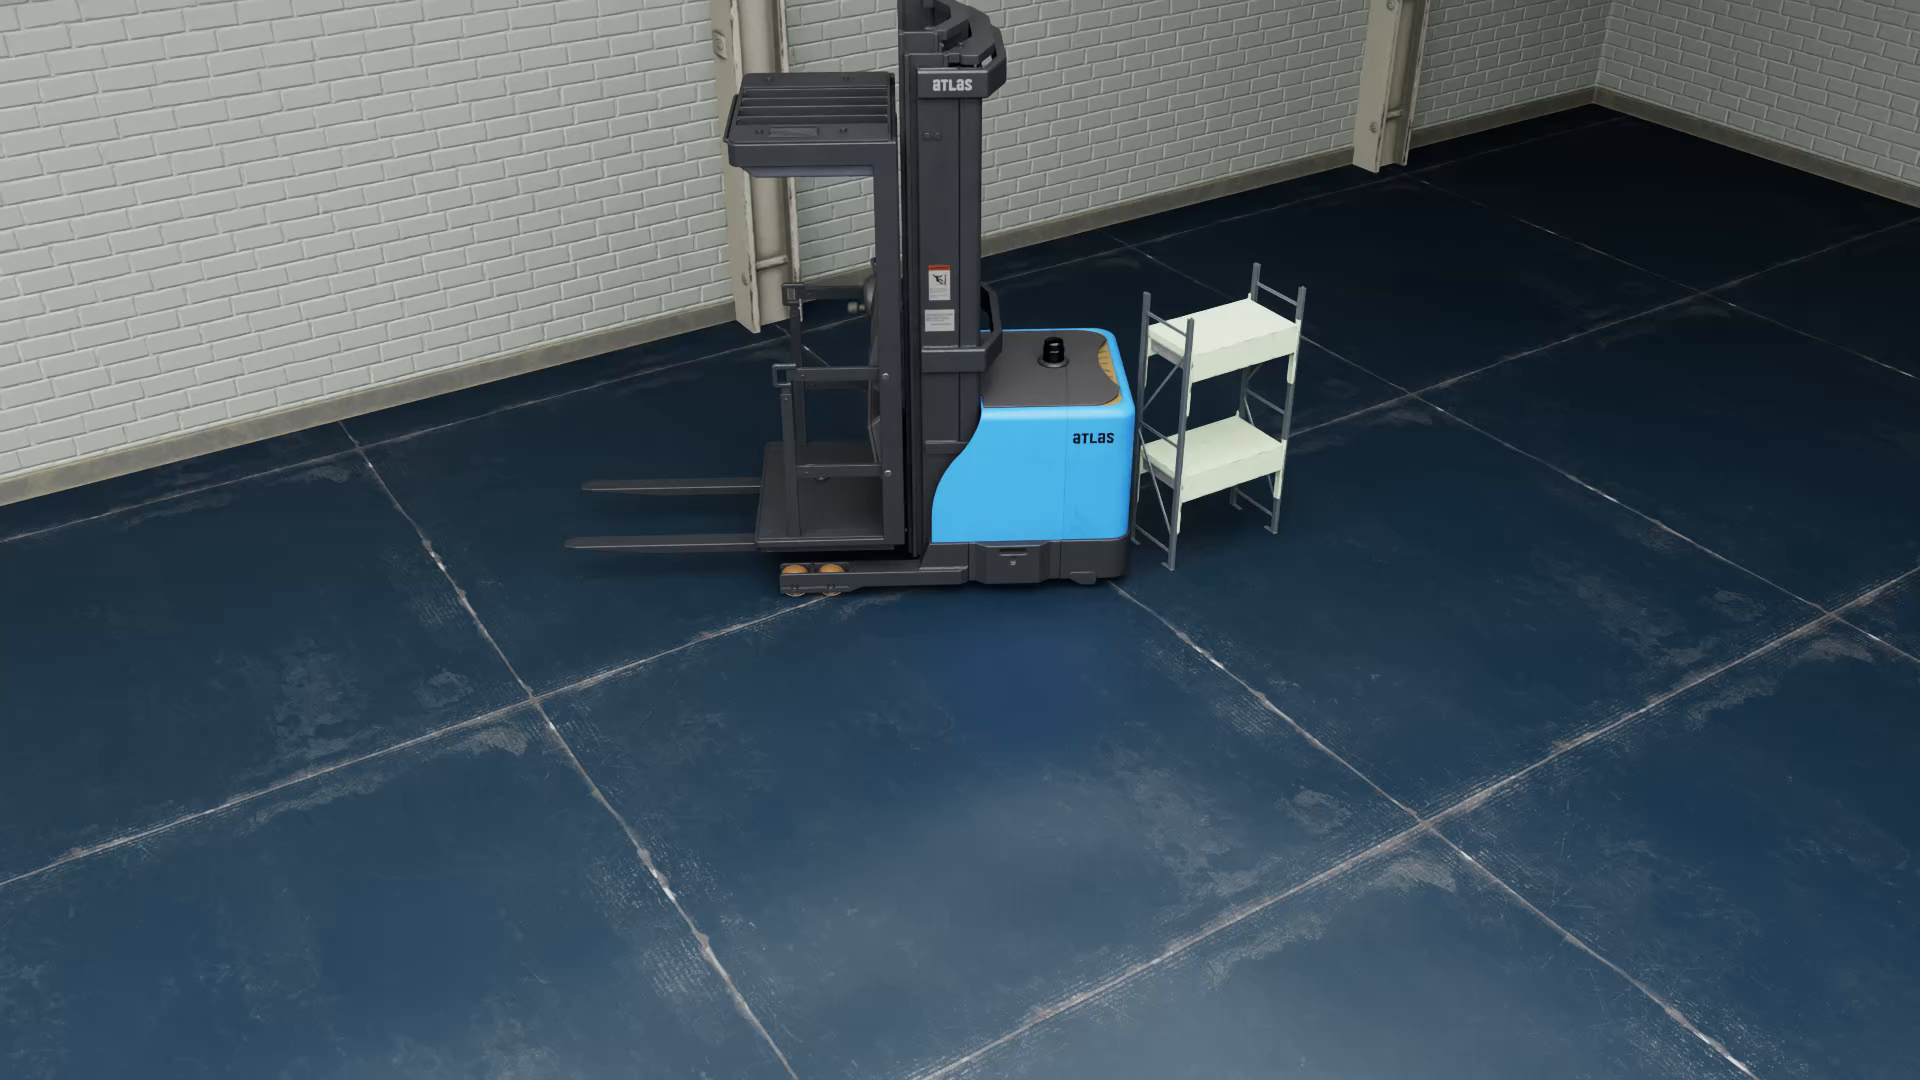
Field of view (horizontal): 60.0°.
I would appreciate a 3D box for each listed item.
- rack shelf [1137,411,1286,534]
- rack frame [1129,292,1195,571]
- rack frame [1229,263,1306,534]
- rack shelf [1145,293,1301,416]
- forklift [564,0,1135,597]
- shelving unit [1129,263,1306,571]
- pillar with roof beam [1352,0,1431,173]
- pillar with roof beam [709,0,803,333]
[{"bbox_3d":[1.373,-0.382,9.183,0.720,0.370,0.431,-18,36,-26],"label":"rack shelf"},{"bbox_3d":[1.060,-0.556,8.848,0.023,1.500,0.400,-18,36,-26],"label":"rack frame"},{"bbox_3d":[1.685,-0.760,9.170,0.023,1.500,0.400,-18,36,-26],"label":"rack frame"},{"bbox_3d":[1.373,-0.988,8.801,0.720,0.370,0.431,-18,36,-26],"label":"rack shelf"},{"bbox_3d":[-0.622,-1.226,8.568,3.031,2.935,1.130,-1,32,-2],"label":"forklift"},{"bbox_3d":[1.373,-0.658,9.009,0.755,1.500,0.431,-18,36,-26],"label":"shelving unit"},{"bbox_3d":[6.011,-5.185,9.157,0.400,9.000,9.100,-19,37,-27],"label":"pillar with roof beam"},{"bbox_3d":[0.968,-3.451,6.408,0.400,9.000,9.100,-19,37,-27],"label":"pillar with roof beam"}]
